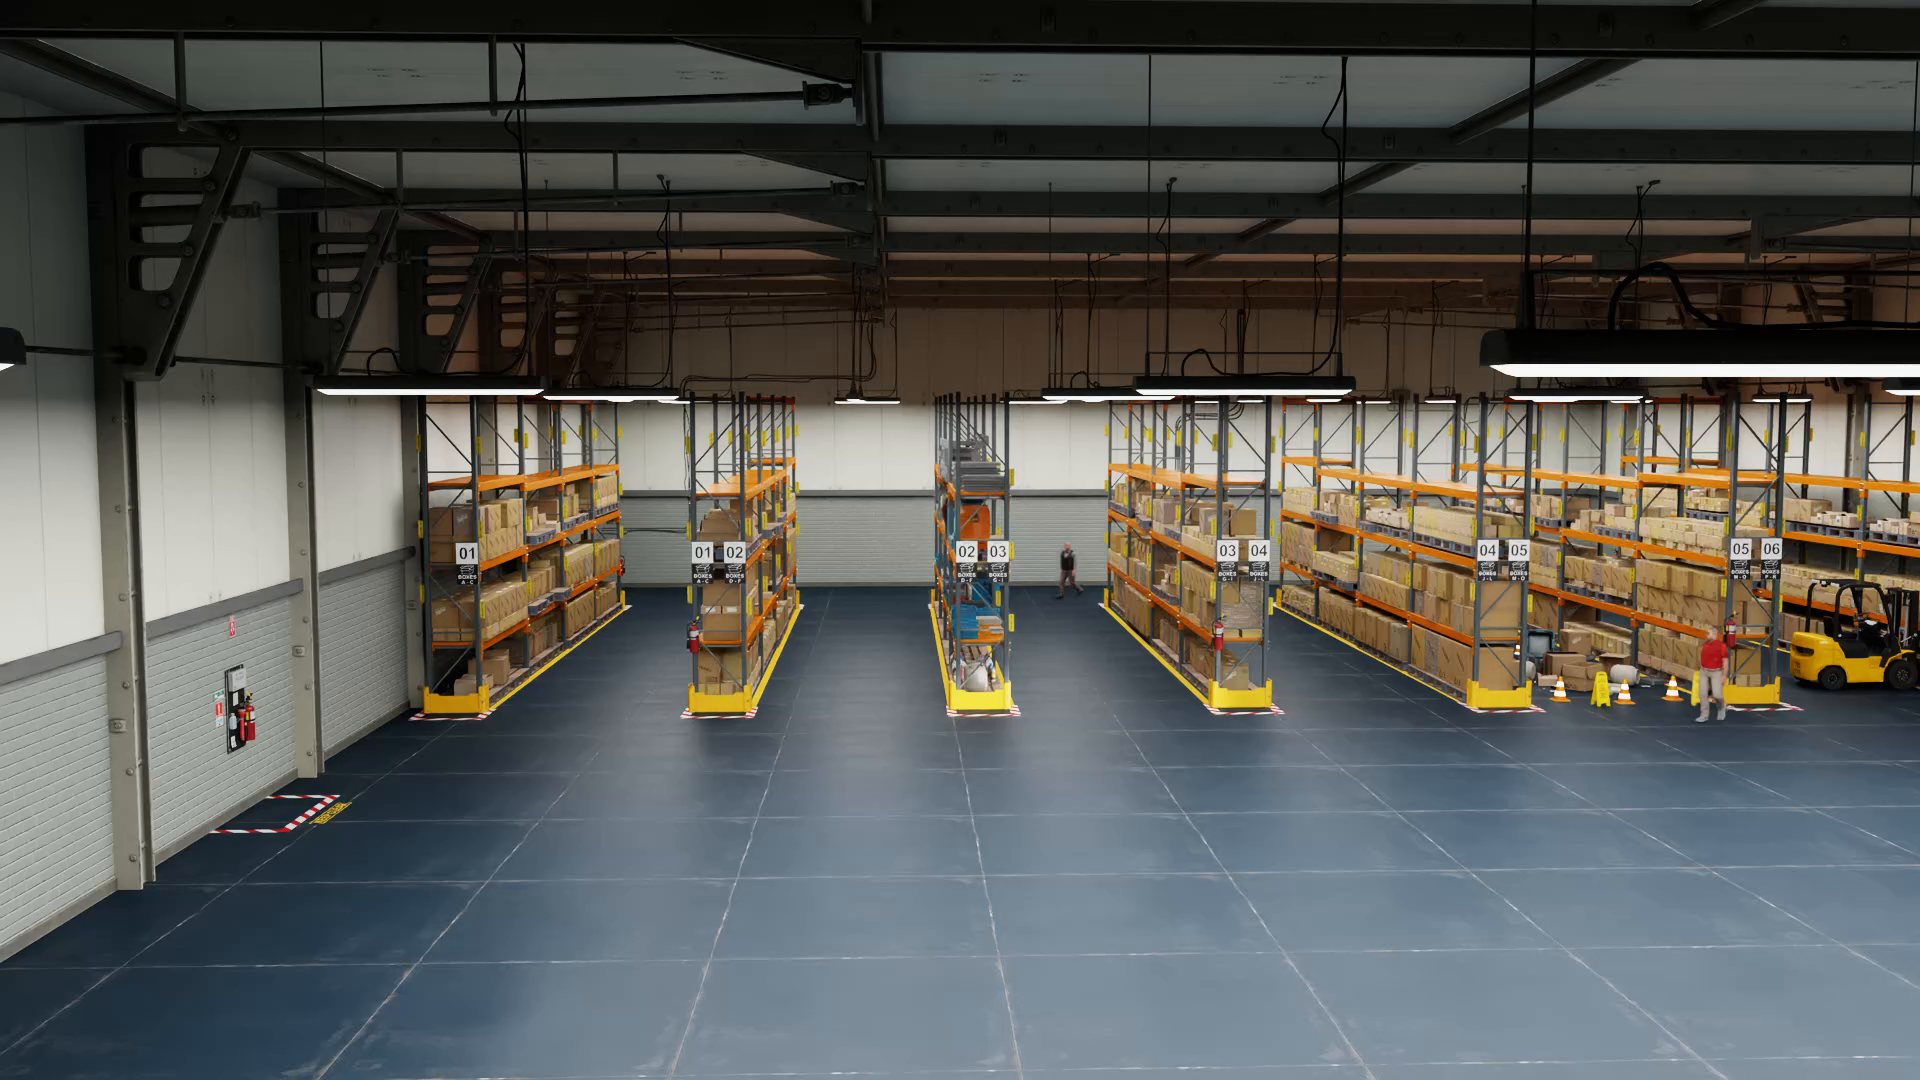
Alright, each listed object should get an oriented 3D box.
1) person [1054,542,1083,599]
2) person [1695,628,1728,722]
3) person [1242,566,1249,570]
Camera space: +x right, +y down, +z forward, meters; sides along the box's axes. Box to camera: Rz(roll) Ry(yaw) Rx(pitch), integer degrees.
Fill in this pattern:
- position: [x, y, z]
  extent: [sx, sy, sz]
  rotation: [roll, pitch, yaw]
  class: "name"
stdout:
- position: [3.210, 0.910, 49.490]
  extent: [0.885, 1.704, 0.553]
  rotation: [-4, 6, -40]
  class: "person"
- position: [13.667, 2.439, 30.120]
  extent: [0.531, 1.719, 0.525]
  rotation: [4, 6, 44]
  class: "person"
- position: [7.925, 1.073, 47.012]
  extent: [0.613, 1.717, 1.159]
  rotation: [1, 5, 13]
  class: "person"
